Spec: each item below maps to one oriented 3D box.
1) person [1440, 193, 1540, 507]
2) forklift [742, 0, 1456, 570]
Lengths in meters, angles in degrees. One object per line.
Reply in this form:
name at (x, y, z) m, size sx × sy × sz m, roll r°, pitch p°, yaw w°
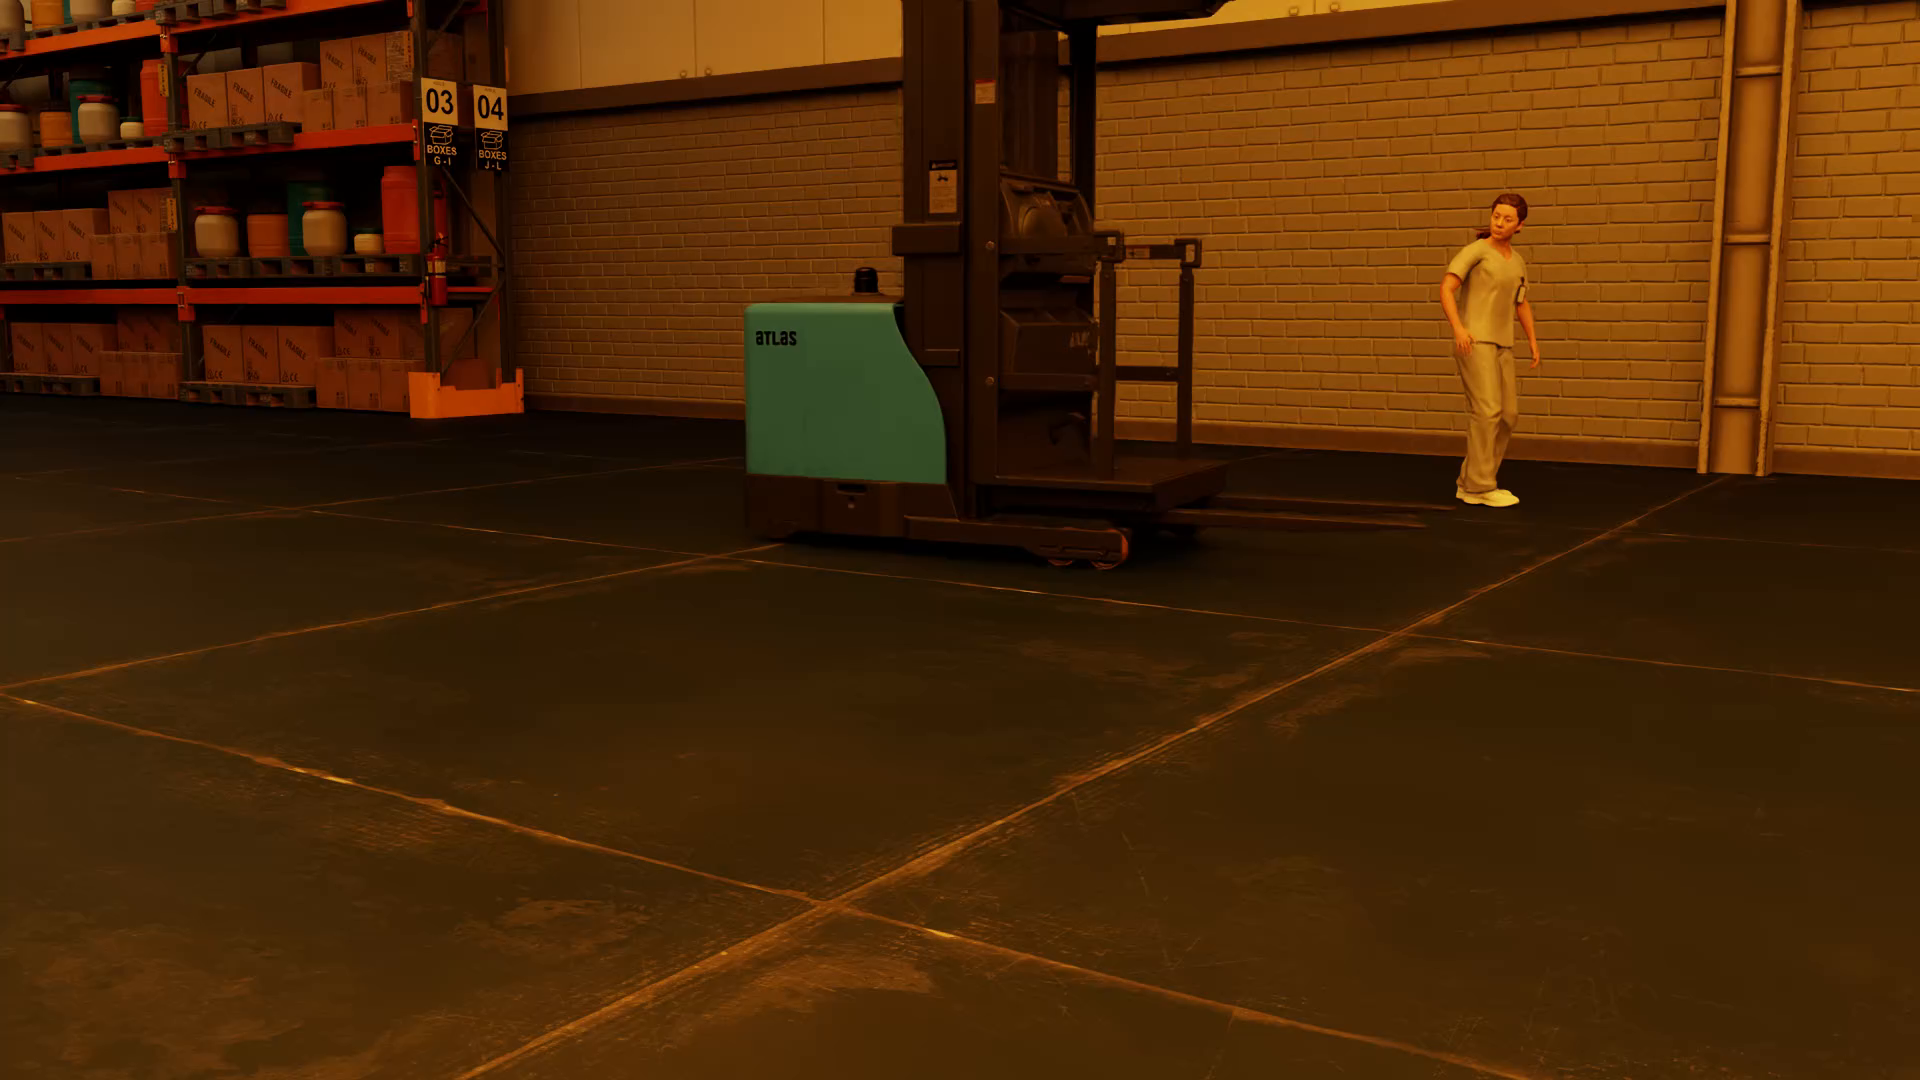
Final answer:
person at (2.894, -1.017, 8.905) m, size 0.644 × 1.650 × 0.483 m, roll -6°, pitch 10°, yaw -37°
forklift at (0.569, -1.415, 7.143) m, size 3.031 × 2.935 × 1.130 m, roll 4°, pitch 9°, yaw 26°
